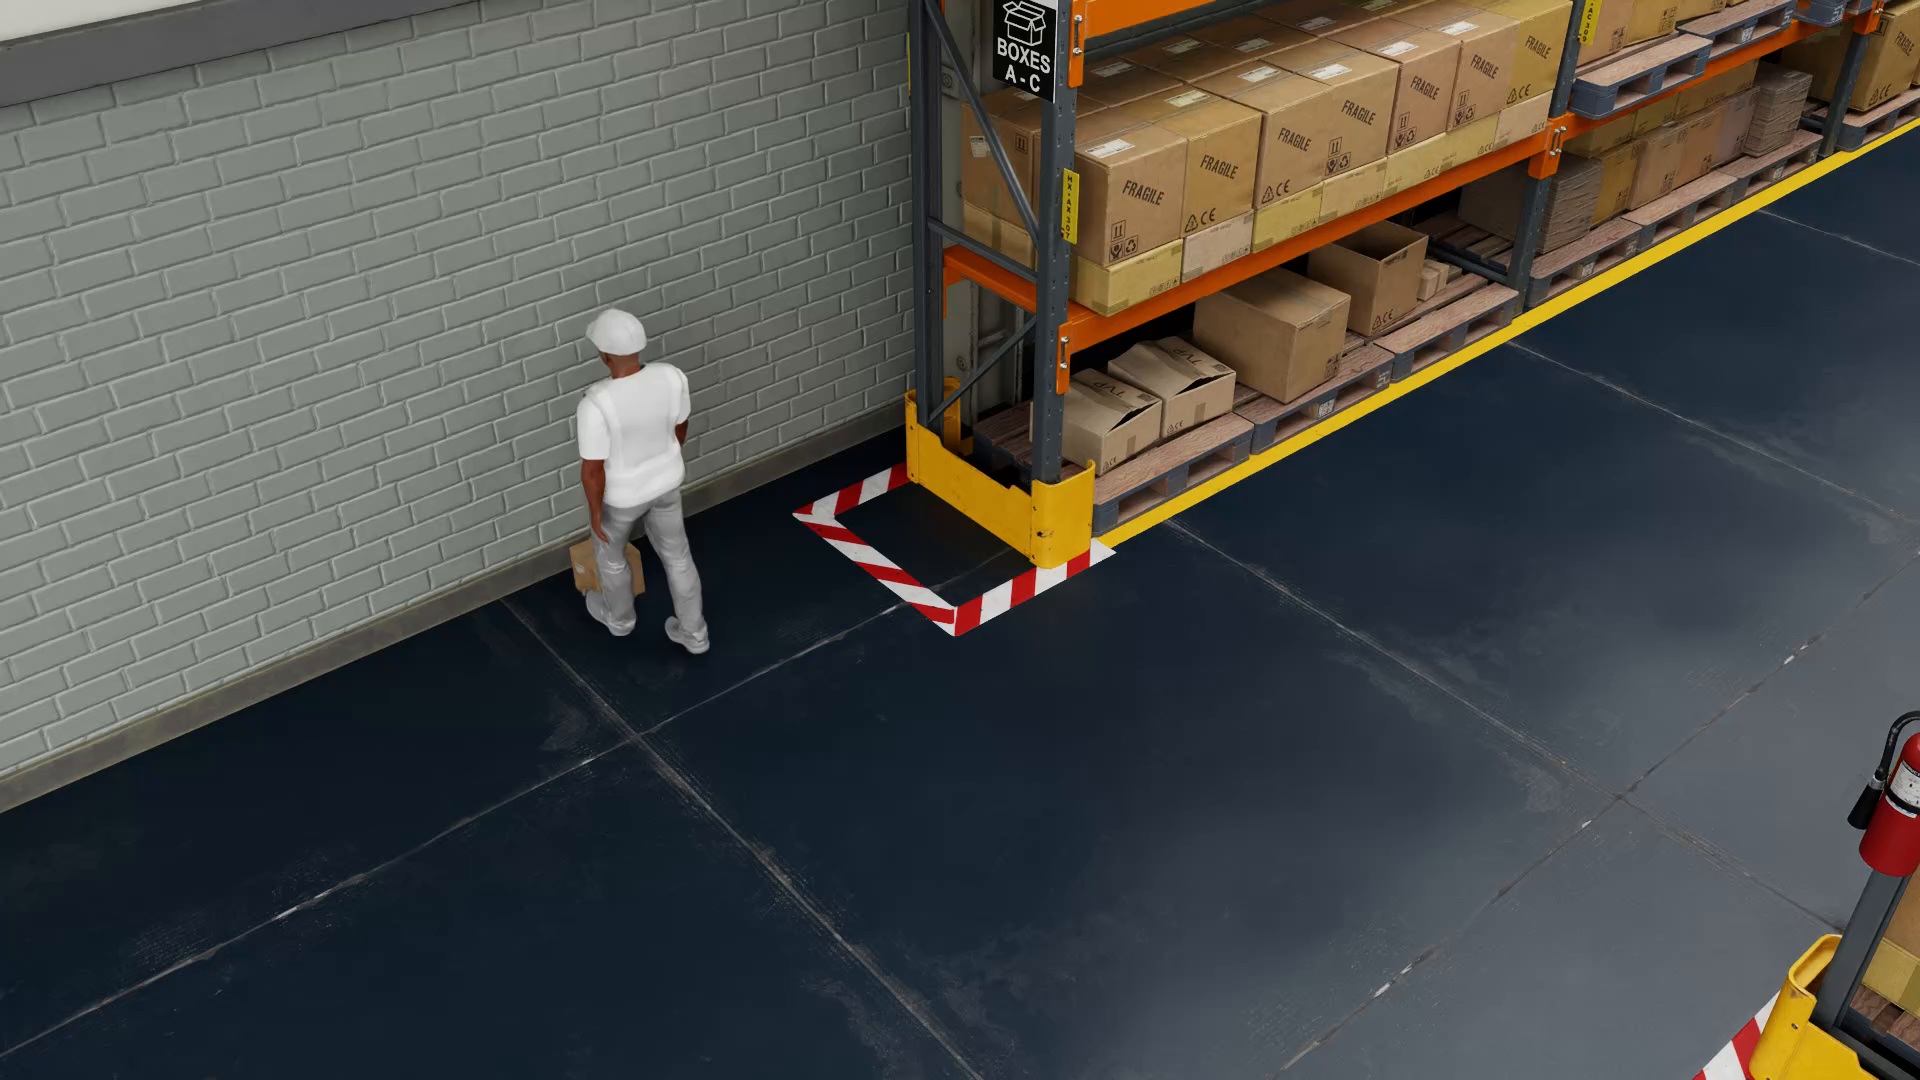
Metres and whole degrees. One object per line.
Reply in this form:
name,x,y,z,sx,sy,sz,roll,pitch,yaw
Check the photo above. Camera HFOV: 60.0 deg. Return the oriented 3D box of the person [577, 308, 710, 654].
person,-1.474,-0.270,7.456,0.571,1.766,0.669,-25,43,-31
